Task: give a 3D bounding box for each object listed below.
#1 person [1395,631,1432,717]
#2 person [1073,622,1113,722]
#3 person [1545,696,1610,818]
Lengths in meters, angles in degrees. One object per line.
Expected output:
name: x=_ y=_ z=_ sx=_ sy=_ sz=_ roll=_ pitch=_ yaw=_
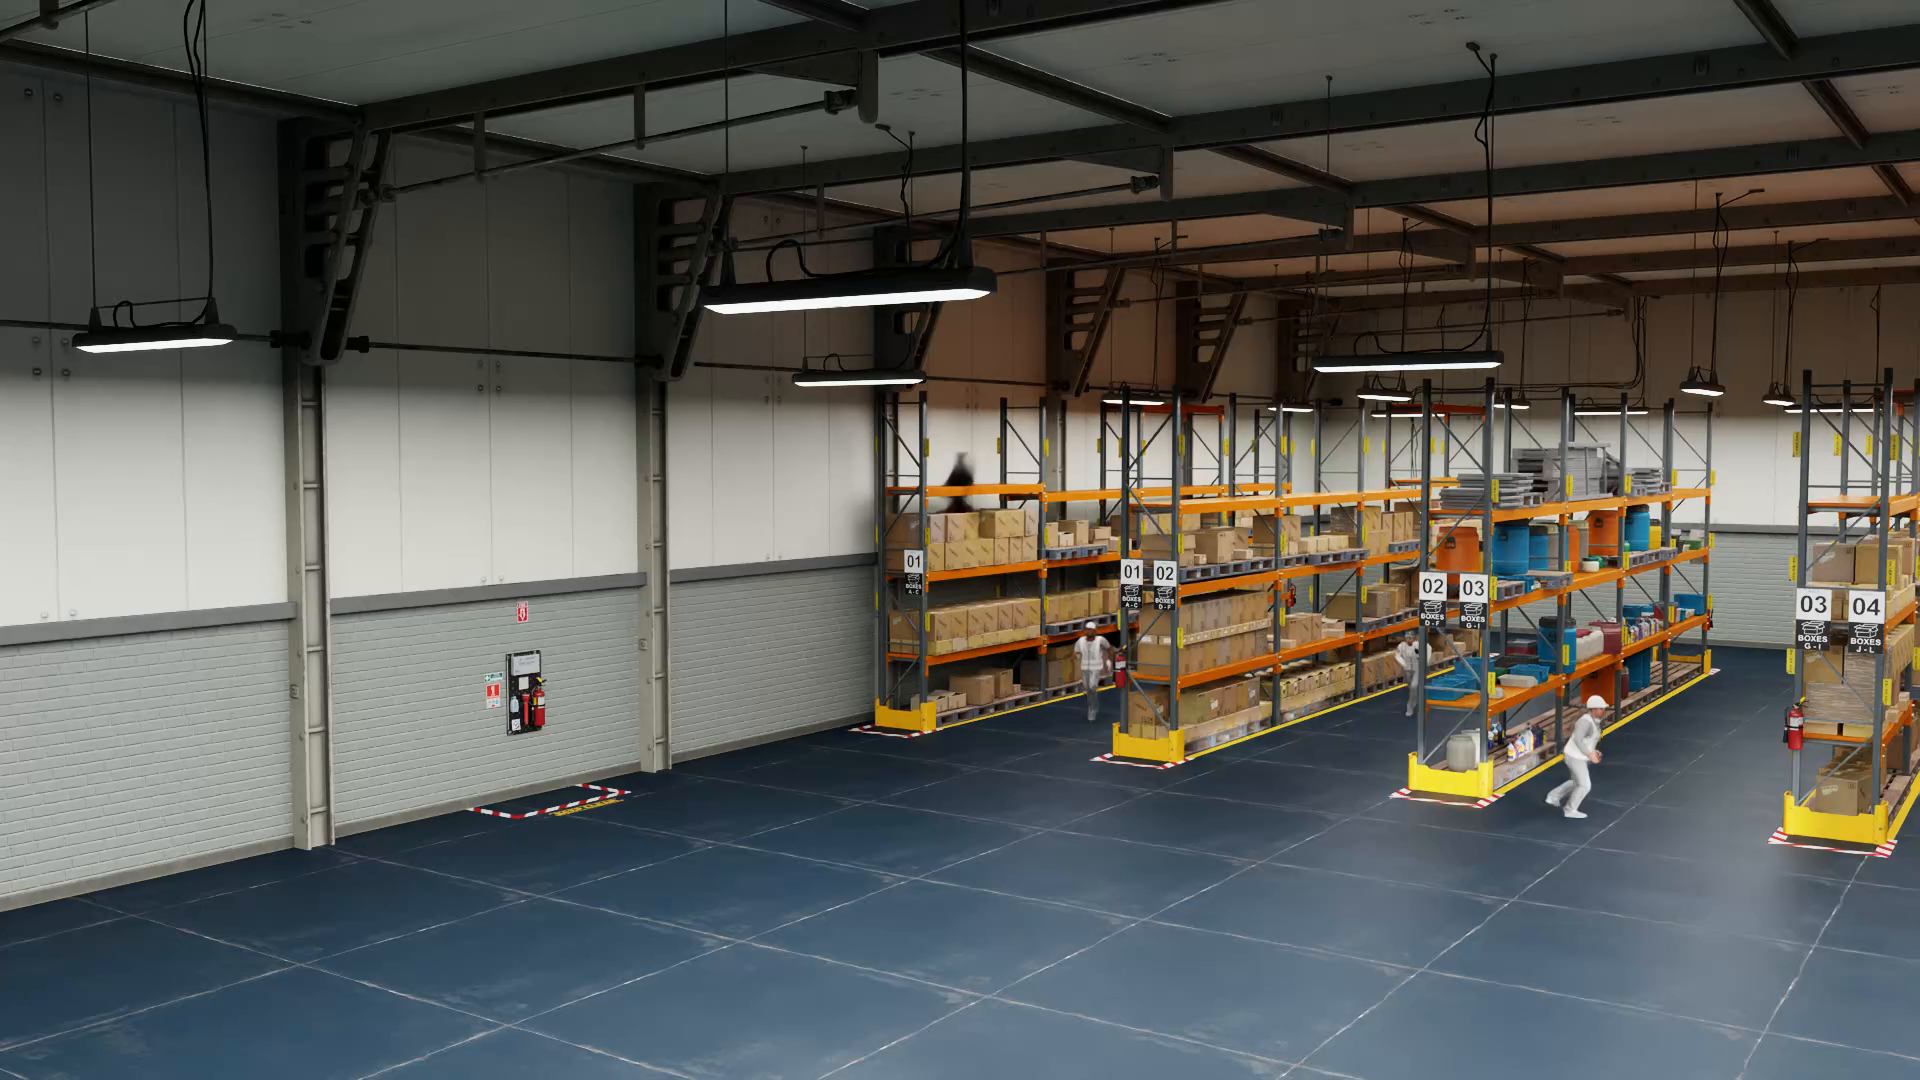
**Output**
person: x=8.560 y=2.487 z=31.365 sx=0.661 sy=1.632 sz=0.959 roll=1 pitch=3 yaw=22
person: x=2.412 y=2.418 z=30.555 sx=0.666 sy=1.836 sz=0.849 roll=1 pitch=3 yaw=24
person: x=8.335 y=2.915 z=22.481 sx=0.834 sy=1.681 sz=0.644 roll=2 pitch=4 yaw=30
